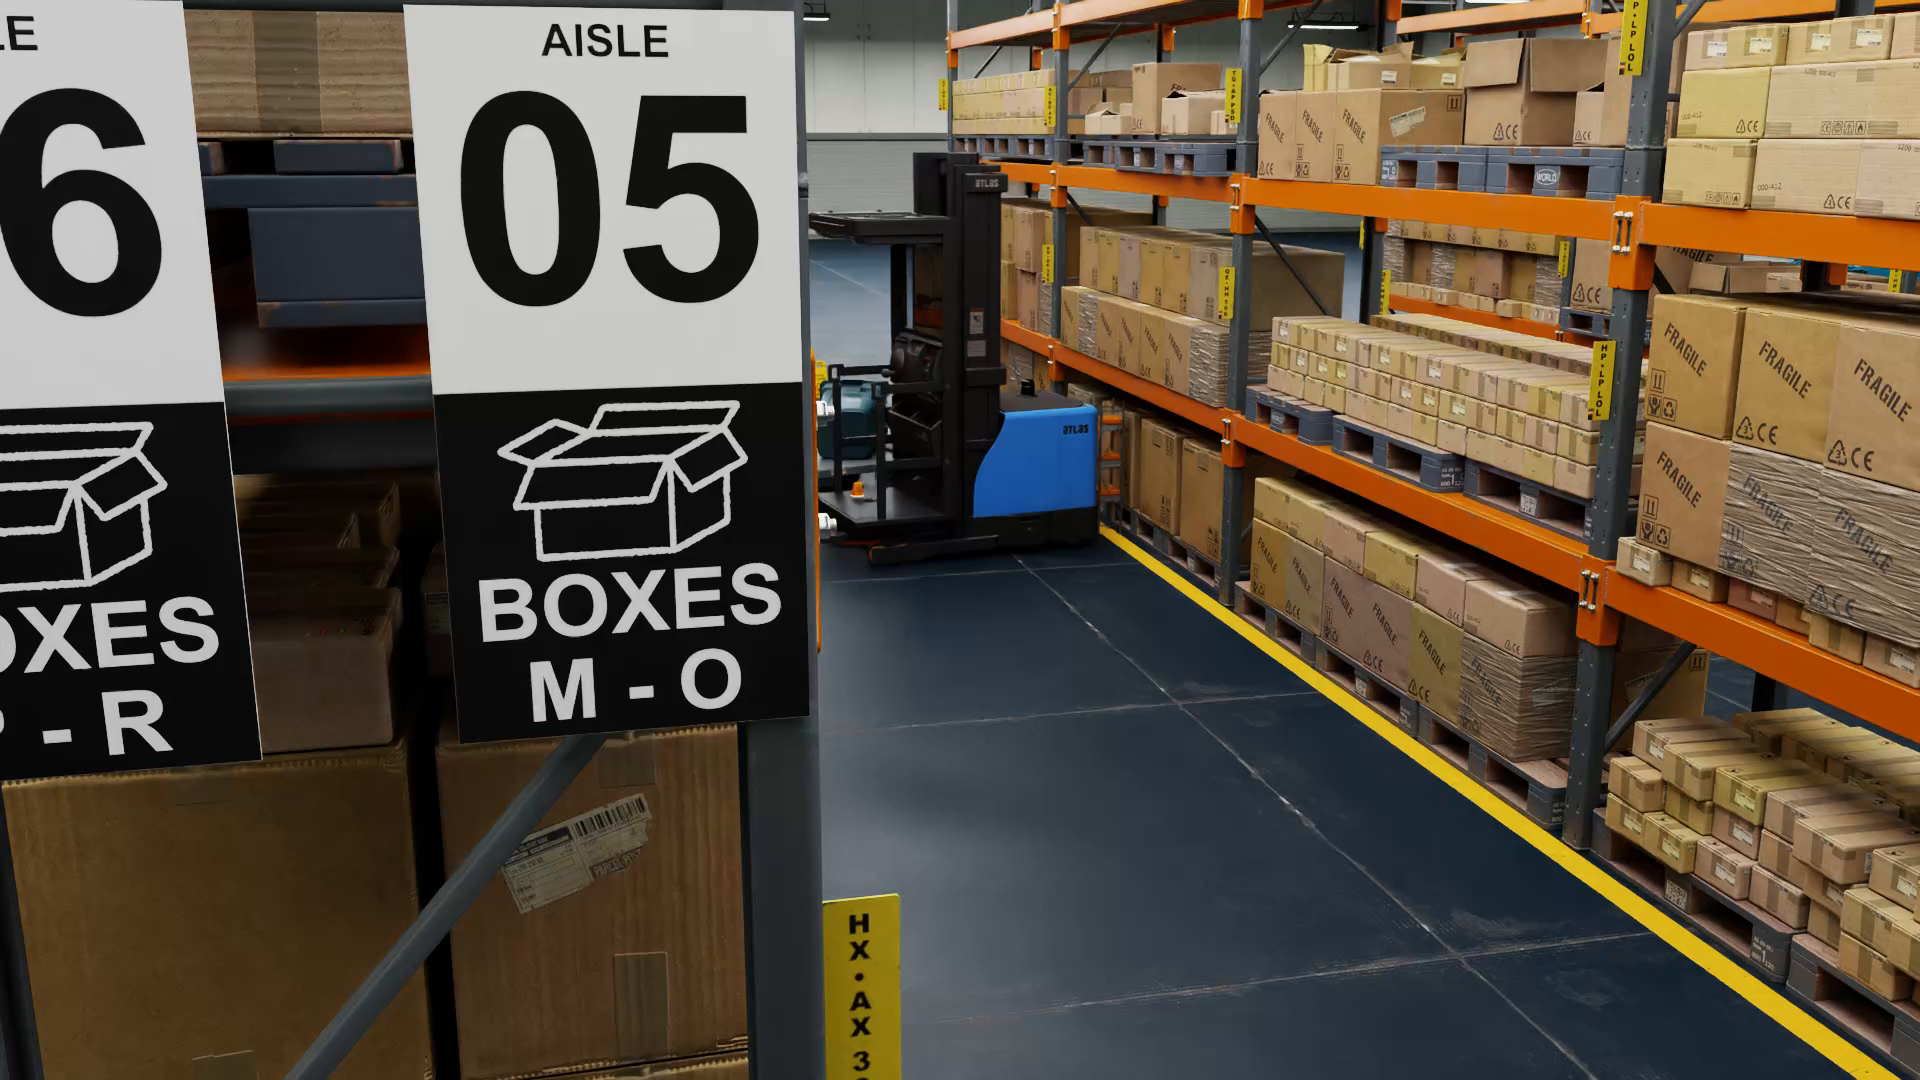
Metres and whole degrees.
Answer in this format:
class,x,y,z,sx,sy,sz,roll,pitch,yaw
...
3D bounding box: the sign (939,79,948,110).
class,x,y,z,sx,sy,sz,roll,pitch,yaw
sign,-0.177,-4.784,17.861,0.100,0.325,0.005,-3,14,-13

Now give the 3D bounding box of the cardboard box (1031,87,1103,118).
class,x,y,z,sx,sy,sz,roll,pitch,yaw
cardboard box,0.938,-3.852,14.646,0.500,0.250,0.500,-3,14,-14

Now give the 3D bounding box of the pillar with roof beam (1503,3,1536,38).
class,x,y,z,sx,sy,sz,roll,pitch,yaw
pillar with roof beam,10.837,-12.073,43.382,9.100,9.000,0.548,-3,14,-13

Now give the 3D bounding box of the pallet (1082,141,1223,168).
class,x,y,z,sx,sy,sz,roll,pitch,yaw
pallet,1.566,-3.126,13.487,0.805,0.209,1.217,-4,14,-15

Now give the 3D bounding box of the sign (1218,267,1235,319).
class,x,y,z,sx,sy,sz,roll,pitch,yaw
sign,1.704,-1.579,10.630,0.100,0.325,0.005,-3,14,-13

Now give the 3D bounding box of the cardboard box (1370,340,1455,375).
class,x,y,z,sx,sy,sz,roll,pitch,yaw
cardboard box,2.473,-0.999,9.086,0.380,0.149,0.250,-3,14,-11

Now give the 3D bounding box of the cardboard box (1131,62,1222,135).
class,x,y,z,sx,sy,sz,roll,pitch,yaw
cardboard box,1.562,-3.192,12.046,0.500,0.500,0.500,-3,14,-13

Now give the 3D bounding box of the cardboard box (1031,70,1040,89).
class,x,y,z,sx,sy,sz,roll,pitch,yaw
cardboard box,0.848,-4.071,14.703,0.380,0.149,0.250,-3,14,-13

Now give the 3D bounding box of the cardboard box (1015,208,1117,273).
class,x,y,z,sx,sy,sz,roll,pitch,yaw
cardboard box,1.008,-2.776,15.378,0.875,0.550,0.550,-3,14,-13

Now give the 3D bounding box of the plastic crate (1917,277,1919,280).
class,x,y,z,sx,sy,sz,roll,pitch,yaw
plastic crate,10.439,-2.668,17.841,0.499,0.251,0.616,-3,14,-13

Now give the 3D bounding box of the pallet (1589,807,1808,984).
class,x,y,z,sx,sy,sz,roll,pitch,yaw
pallet,3.374,1.382,6.825,1.003,0.211,1.213,-3,14,-13

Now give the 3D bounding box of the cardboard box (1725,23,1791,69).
class,x,y,z,sx,sy,sz,roll,pitch,yaw
cardboard box,3.047,-1.801,6.081,0.380,0.149,0.250,-4,14,-16

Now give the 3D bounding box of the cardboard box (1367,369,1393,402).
class,x,y,z,sx,sy,sz,roll,pitch,yaw
cardboard box,2.465,-0.855,9.124,0.380,0.149,0.250,-3,14,-14

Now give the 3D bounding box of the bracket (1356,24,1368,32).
class,x,y,z,sx,sy,sz,roll,pitch,yaw
bracket,12.614,-16.068,52.152,0.235,0.232,0.430,-3,14,-13

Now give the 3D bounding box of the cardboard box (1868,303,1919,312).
class,x,y,z,sx,sy,sz,roll,pitch,yaw
cardboard box,3.682,-0.592,6.086,0.500,0.500,0.500,-4,14,-15

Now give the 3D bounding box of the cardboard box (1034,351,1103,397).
class,x,y,z,sx,sy,sz,roll,pitch,yaw
cardboard box,1.224,-1.292,15.487,0.875,0.875,0.875,-3,14,-12

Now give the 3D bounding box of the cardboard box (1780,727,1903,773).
class,x,y,z,sx,sy,sz,roll,pitch,yaw
cardboard box,3.617,0.891,6.830,0.380,0.149,0.250,-3,14,-12

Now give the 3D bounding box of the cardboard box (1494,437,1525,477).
class,x,y,z,sx,sy,sz,roll,pitch,yaw
cardboard box,2.778,-0.406,7.911,0.380,0.149,0.250,-3,14,-13

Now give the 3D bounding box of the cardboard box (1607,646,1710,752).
class,x,y,z,sx,sy,sz,roll,pitch,yaw
cardboard box,3.266,0.700,8.126,0.500,0.500,0.500,-3,14,-11

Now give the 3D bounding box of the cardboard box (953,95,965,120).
class,x,y,z,sx,sy,sz,roll,pitch,yaw
cardboard box,0.228,-4.550,17.502,0.500,0.250,0.500,-3,14,-13

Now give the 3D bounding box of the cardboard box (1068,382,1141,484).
class,x,y,z,sx,sy,sz,roll,pitch,yaw
cardboard box,1.536,-0.944,14.326,1.050,0.750,0.750,-3,14,-13

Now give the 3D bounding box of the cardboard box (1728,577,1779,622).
class,x,y,z,sx,sy,sz,roll,pitch,yaw
cardboard box,3.177,0.194,6.341,0.380,0.149,0.250,-4,14,-16

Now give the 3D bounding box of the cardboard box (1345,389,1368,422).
class,x,y,z,sx,sy,sz,roll,pitch,yaw
cardboard box,2.408,-0.768,9.396,0.380,0.149,0.250,-3,14,-11

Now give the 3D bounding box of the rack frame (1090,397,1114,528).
class,x,y,z,sx,sy,sz,roll,pitch,yaw
rack frame,1.115,-0.606,13.189,0.200,1.050,0.008,-3,13,-14

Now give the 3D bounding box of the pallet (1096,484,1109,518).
class,x,y,z,sx,sy,sz,roll,pitch,yaw
pallet,1.558,-0.443,14.294,1.003,0.211,1.213,-3,14,-13

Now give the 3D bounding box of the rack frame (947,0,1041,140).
class,x,y,z,sx,sy,sz,roll,pitch,yaw
rack frame,0.364,-5.808,17.740,1.000,3.000,0.127,-3,14,-13

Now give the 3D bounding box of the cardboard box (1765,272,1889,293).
class,x,y,z,sx,sy,sz,roll,pitch,yaw
cardboard box,6.694,-1.800,12.877,0.700,0.500,0.500,-1,14,-5

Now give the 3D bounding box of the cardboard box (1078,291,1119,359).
class,x,y,z,sx,sy,sz,roll,pitch,yaw
cardboard box,1.284,-1.767,13.628,0.500,0.500,0.500,-3,14,-13

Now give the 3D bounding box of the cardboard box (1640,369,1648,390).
class,x,y,z,sx,sy,sz,roll,pitch,yaw
cardboard box,3.408,-0.736,8.011,0.380,0.149,0.250,-3,14,-13

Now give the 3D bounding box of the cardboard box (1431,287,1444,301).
class,x,y,z,sx,sy,sz,roll,pitch,yaw
cardboard box,5.344,-2.658,18.015,0.380,0.149,0.250,-3,14,-13

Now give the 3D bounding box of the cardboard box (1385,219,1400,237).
class,x,y,z,sx,sy,sz,roll,pitch,yaw
cardboard box,5.073,-3.684,18.740,0.500,0.500,0.500,-3,14,-13

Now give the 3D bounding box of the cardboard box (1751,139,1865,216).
class,x,y,z,sx,sy,sz,roll,pitch,yaw
cardboard box,3.161,-1.273,5.814,0.500,0.250,0.500,-4,14,-14

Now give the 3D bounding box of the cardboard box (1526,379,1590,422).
class,x,y,z,sx,sy,sz,roll,pitch,yaw
cardboard box,2.834,-0.640,7.618,0.380,0.149,0.250,-4,14,-15

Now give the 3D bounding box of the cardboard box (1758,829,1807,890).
class,x,y,z,sx,sy,sz,roll,pitch,yaw
cardboard box,3.256,1.182,6.262,0.380,0.149,0.250,-4,14,-16

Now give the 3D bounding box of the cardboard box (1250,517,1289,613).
class,x,y,z,sx,sy,sz,roll,pitch,yaw
cardboard box,2.161,0.139,10.418,0.500,0.500,0.500,-4,14,-16

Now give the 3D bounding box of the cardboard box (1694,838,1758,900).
class,x,y,z,sx,sy,sz,roll,pitch,yaw
cardboard box,3.127,1.273,6.518,0.380,0.149,0.250,-3,14,-13

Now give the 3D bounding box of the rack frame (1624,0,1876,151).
class,x,y,z,sx,sy,sz,roll,pitch,yaw
rack frame,3.182,-3.040,6.408,1.000,3.000,0.127,-3,14,-13

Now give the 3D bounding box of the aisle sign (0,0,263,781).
class,x,y,z,sx,sy,sz,roll,pitch,yaw
aisle sign,-0.951,-0.132,1.671,0.394,0.787,0.004,-3,14,-13

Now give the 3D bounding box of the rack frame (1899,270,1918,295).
class,x,y,z,sx,sy,sz,roll,pitch,yaw
rack frame,7.088,-1.301,11.934,1.000,3.000,0.127,-3,14,-13

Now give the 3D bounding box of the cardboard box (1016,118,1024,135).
class,x,y,z,sx,sy,sz,roll,pitch,yaw
cardboard box,0.725,-3.802,15.281,0.380,0.149,0.250,-3,14,-13

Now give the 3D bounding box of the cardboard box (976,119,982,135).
class,x,y,z,sx,sy,sz,roll,pitch,yaw
cardboard box,0.370,-4.152,16.713,0.380,0.149,0.250,-3,14,-13

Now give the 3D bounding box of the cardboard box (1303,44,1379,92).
class,x,y,z,sx,sy,sz,roll,pitch,yaw
cardboard box,2.191,-2.698,9.507,0.396,0.266,0.258,-3,14,-13

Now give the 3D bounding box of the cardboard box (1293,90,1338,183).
class,x,y,z,sx,sy,sz,roll,pitch,yaw
cardboard box,2.242,-2.292,9.459,0.500,0.500,0.500,-3,14,-13

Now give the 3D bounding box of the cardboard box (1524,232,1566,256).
class,x,y,z,sx,sy,sz,roll,pitch,yaw
cardboard box,5.775,-2.991,15.907,0.500,0.500,0.500,-3,14,-13

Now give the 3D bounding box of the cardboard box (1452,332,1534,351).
class,x,y,z,sx,sy,sz,roll,pitch,yaw
cardboard box,3.039,-1.096,9.483,0.380,0.149,0.250,-3,14,-13

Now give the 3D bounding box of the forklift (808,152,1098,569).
class,x,y,z,sx,sy,sz,roll,pitch,yaw
forklift,-0.512,-1.358,12.311,3.031,2.935,1.130,-6,15,-22

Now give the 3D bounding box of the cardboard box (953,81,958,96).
class,x,y,z,sx,sy,sz,roll,pitch,yaw
cardboard box,0.133,-4.774,17.581,0.380,0.149,0.250,-3,14,-13

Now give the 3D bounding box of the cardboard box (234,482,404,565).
class,x,y,z,sx,sy,sz,roll,pitch,yaw
cardboard box,-1.190,0.003,2.910,0.380,0.149,0.250,-3,14,-12

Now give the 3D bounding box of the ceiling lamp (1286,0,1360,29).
class,x,y,z,sx,sy,sz,roll,pitch,yaw
ceiling lamp,9.698,-15.365,44.557,2.000,3.185,0.800,-3,14,-13

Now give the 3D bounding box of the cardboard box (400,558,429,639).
class,x,y,z,sx,sy,sz,roll,pitch,yaw
cardboard box,-1.162,0.345,2.876,0.500,0.500,0.500,-3,14,-13

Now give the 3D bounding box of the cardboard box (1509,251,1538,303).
class,x,y,z,sx,sy,sz,roll,pitch,yaw
cardboard box,6.019,-2.642,16.583,0.875,0.500,0.500,-3,14,-13

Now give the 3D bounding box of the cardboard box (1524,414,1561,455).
class,x,y,z,sx,sy,sz,roll,pitch,yaw
cardboard box,2.834,-0.493,7.644,0.380,0.149,0.250,-3,14,-13

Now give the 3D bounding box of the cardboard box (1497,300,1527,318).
class,x,y,z,sx,sy,sz,roll,pitch,yaw
cardboard box,5.595,-2.306,16.575,0.380,0.149,0.250,-3,14,-13

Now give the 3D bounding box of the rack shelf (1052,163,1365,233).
class,x,y,z,sx,sy,sz,roll,pitch,yaw
rack shelf,1.773,-2.617,12.515,1.077,0.370,4.000,-3,14,-13

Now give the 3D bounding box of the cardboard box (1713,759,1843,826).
class,x,y,z,sx,sy,sz,roll,pitch,yaw
cardboard box,3.176,0.980,6.465,0.380,0.149,0.250,-3,14,-14

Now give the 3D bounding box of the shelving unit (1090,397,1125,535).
class,x,y,z,sx,sy,sz,roll,pitch,yaw
shelving unit,1.146,-0.580,13.073,0.215,1.050,0.252,-3,13,-14

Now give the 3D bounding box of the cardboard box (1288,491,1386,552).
class,x,y,z,sx,sy,sz,roll,pitch,yaw
cardboard box,2.288,-0.113,9.870,0.500,0.250,0.500,-3,14,-14

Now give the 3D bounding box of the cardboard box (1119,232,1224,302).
class,x,y,z,sx,sy,sz,roll,pitch,yaw
cardboard box,1.667,-2.156,13.114,0.700,0.500,0.500,-3,14,-13

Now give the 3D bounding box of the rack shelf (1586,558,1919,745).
class,x,y,z,sx,sy,sz,roll,pitch,yaw
rack shelf,3.652,0.685,5.317,1.077,0.370,4.000,-3,14,-13

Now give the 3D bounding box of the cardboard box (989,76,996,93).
class,x,y,z,sx,sy,sz,roll,pitch,yaw
cardboard box,0.491,-4.422,16.139,0.380,0.149,0.250,-3,14,-12
